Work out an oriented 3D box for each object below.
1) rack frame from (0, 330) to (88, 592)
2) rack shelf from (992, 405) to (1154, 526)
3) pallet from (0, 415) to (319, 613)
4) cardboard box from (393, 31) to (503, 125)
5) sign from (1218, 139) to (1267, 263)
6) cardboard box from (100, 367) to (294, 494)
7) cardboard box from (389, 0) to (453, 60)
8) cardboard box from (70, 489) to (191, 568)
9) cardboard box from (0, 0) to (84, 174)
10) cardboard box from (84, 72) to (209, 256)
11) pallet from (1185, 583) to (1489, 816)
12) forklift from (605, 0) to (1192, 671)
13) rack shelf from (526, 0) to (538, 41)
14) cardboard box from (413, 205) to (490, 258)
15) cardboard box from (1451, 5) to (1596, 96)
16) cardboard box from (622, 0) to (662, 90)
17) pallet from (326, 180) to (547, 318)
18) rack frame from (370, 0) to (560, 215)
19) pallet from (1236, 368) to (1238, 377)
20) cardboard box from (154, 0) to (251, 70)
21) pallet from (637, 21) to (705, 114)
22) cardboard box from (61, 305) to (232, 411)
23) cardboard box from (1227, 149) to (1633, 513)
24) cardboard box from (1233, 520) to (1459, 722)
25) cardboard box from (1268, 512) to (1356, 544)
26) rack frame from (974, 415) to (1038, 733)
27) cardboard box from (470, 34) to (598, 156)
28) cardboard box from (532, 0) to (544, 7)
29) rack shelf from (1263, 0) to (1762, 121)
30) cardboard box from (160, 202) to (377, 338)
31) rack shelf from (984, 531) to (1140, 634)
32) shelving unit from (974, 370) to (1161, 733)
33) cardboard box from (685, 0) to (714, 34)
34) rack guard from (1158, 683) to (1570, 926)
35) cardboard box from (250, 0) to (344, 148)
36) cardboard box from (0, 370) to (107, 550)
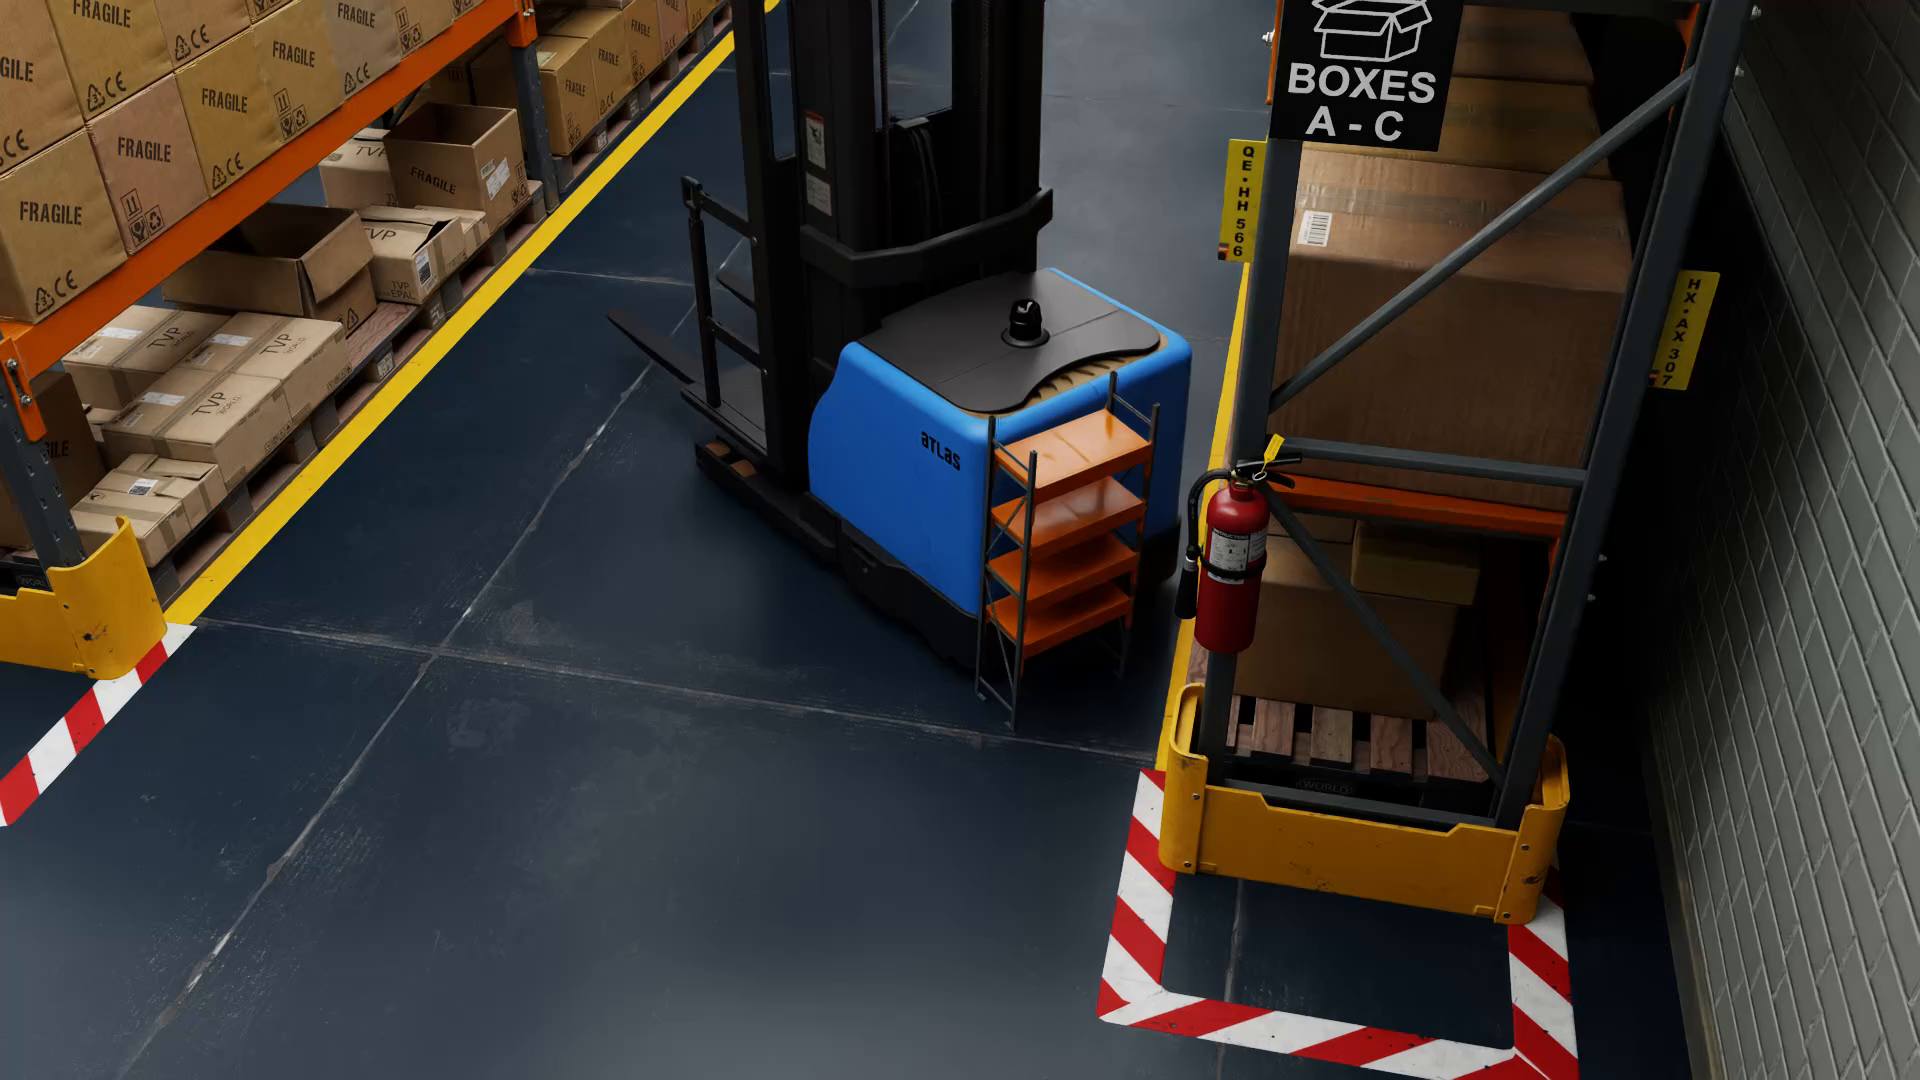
[{"bbox_3d":[-3.602,-0.825,5.332,1.000,3.000,0.127,7,37,10],"label":"rack frame"},{"bbox_3d":[0.358,-0.248,5.389,0.480,0.148,0.258,-22,45,-27],"label":"rack shelf"},{"bbox_3d":[-3.416,-0.197,6.842,1.003,0.211,1.213,7,37,10],"label":"pallet"},{"bbox_3d":[-2.922,-2.603,9.541,0.500,0.500,0.500,7,37,10],"label":"cardboard box"},{"bbox_3d":[0.711,-0.847,4.174,0.100,0.325,0.005,7,37,10],"label":"sign"},{"bbox_3d":[-3.102,-0.453,6.787,0.500,0.250,0.500,7,37,10],"label":"cardboard box"},{"bbox_3d":[-2.712,-2.544,7.619,0.500,0.500,0.500,8,37,11],"label":"cardboard box"},{"bbox_3d":[-3.177,-0.046,6.312,0.380,0.149,0.250,7,37,10],"label":"cardboard box"},{"bbox_3d":[-3.249,-1.492,5.315,0.500,0.500,0.500,8,37,11],"label":"cardboard box"},{"bbox_3d":[-3.144,-1.383,6.018,0.500,0.500,0.500,7,37,10],"label":"cardboard box"},{"bbox_3d":[1.333,0.455,5.943,1.003,0.211,1.213,7,37,10],"label":"pallet"},{"bbox_3d":[-0.470,-1.518,6.347,1.130,2.935,3.031,-25,43,-30],"label":"forklift"},{"bbox_3d":[-2.320,-3.974,10.290,1.077,0.370,4.000,7,37,10],"label":"rack shelf"},{"bbox_3d":[-2.613,-1.557,8.397,0.380,0.149,0.250,7,37,10],"label":"cardboard box"},{"bbox_3d":[1.654,-1.476,5.975,0.980,0.700,0.700,6,36,8],"label":"cardboard box"},{"bbox_3d":[-2.189,-3.124,10.259,0.500,0.500,0.500,8,37,11],"label":"cardboard box"},{"bbox_3d":[-2.895,-1.596,8.772,1.003,0.211,1.213,7,37,10],"label":"pallet"},{"bbox_3d":[-2.747,-3.118,8.497,1.000,3.000,0.127,7,37,10],"label":"rack frame"},{"bbox_3d":[1.854,-0.944,7.873,1.003,0.211,1.213,7,37,10],"label":"pallet"},{"bbox_3d":[-3.033,-2.079,6.125,0.500,0.500,0.500,8,37,11],"label":"cardboard box"},{"bbox_3d":[-2.352,-3.162,10.933,1.003,0.211,1.213,7,37,10],"label":"pallet"},{"bbox_3d":[-3.494,-0.773,7.229,0.500,0.250,0.500,7,37,10],"label":"cardboard box"},{"bbox_3d":[1.338,-0.621,4.796,0.980,0.700,0.700,9,37,12],"label":"cardboard box"},{"bbox_3d":[1.290,0.222,5.660,0.700,0.500,0.500,7,37,10],"label":"cardboard box"},{"bbox_3d":[1.140,-0.137,5.603,0.380,0.149,0.250,7,37,9],"label":"cardboard box"},{"bbox_3d":[0.144,0.140,5.522,0.015,1.200,0.240,-22,45,-27],"label":"rack frame"},{"bbox_3d":[-2.406,-2.531,9.441,0.500,0.500,0.500,6,36,8],"label":"cardboard box"},{"bbox_3d":[-2.701,-3.173,10.327,0.500,0.500,0.500,8,37,11],"label":"cardboard box"},{"bbox_3d":[1.666,-2.276,5.392,1.077,0.370,4.000,7,37,10],"label":"rack shelf"},{"bbox_3d":[-3.144,-1.208,7.613,0.797,0.503,0.637,7,37,10],"label":"cardboard box"},{"bbox_3d":[0.344,0.112,5.676,0.480,0.148,0.258,-22,45,-27],"label":"rack shelf"},{"bbox_3d":[0.346,0.059,5.634,0.503,1.200,0.258,-22,45,-27],"label":"shelving unit"},{"bbox_3d":[-1.974,-3.715,11.075,0.500,0.500,0.500,6,36,8],"label":"cardboard box"},{"bbox_3d":[1.233,0.820,5.193,1.175,0.500,0.348,7,37,10],"label":"rack guard"},{"bbox_3d":[-2.926,-1.957,6.809,0.500,0.500,0.500,8,37,11],"label":"cardboard box"},{"bbox_3d":[-3.726,-0.334,6.410,0.500,0.500,0.500,7,37,10],"label":"cardboard box"}]
